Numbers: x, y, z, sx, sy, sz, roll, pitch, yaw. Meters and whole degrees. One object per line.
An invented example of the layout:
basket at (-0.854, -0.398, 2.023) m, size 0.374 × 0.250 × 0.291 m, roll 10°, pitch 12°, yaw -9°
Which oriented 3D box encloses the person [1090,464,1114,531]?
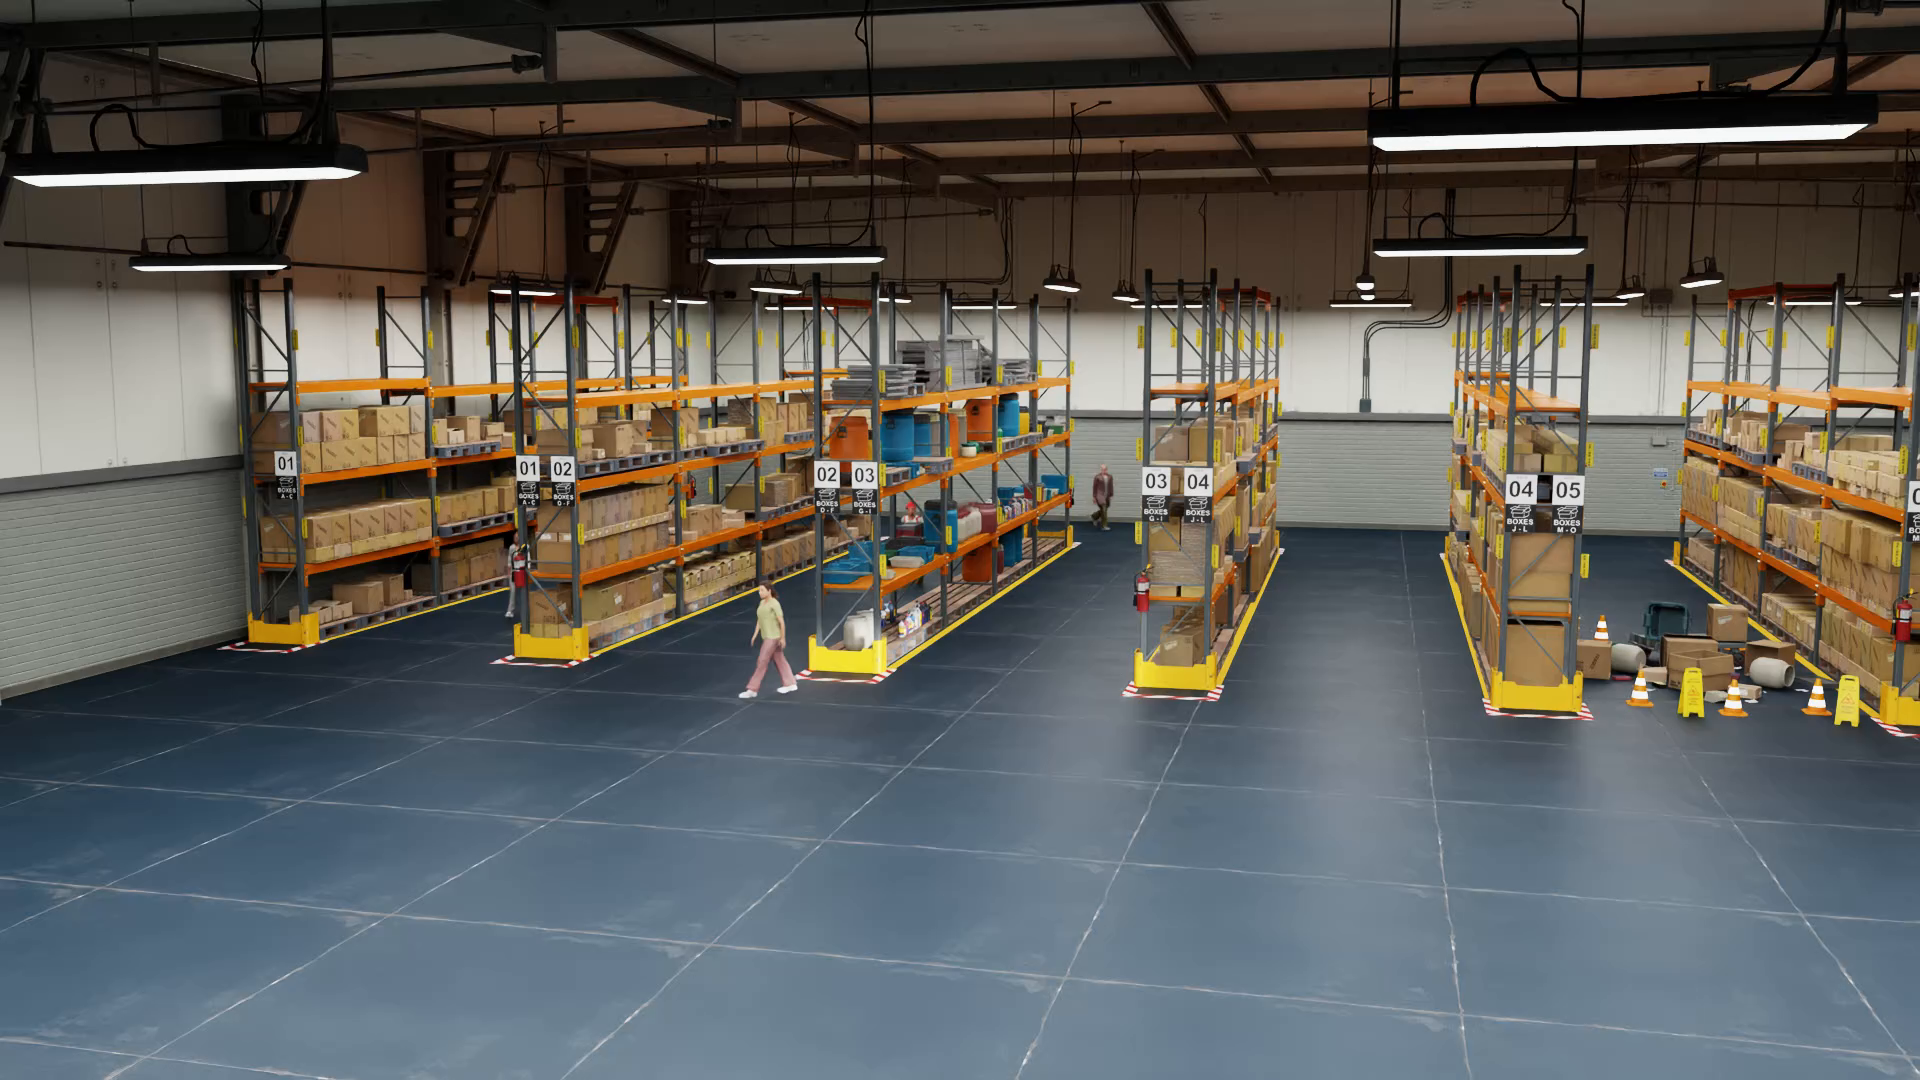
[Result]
person at (3.748, -1.145, 43.991) m, size 0.564 × 1.742 × 0.982 m, roll -5°, pitch 9°, yaw -37°

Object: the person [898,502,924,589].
person at (-1.007, 0.092, 33.608) m, size 0.644 × 1.724 × 1.061 m, roll 2°, pitch 7°, yaw 17°

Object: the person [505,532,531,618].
person at (-7.973, 0.618, 30.028) m, size 0.453 × 1.543 × 0.969 m, roll -1°, pitch 7°, yaw -10°

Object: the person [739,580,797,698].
person at (-2.734, 1.499, 23.372) m, size 0.978 × 1.376 × 0.472 m, roll -4°, pitch 8°, yaw -29°
